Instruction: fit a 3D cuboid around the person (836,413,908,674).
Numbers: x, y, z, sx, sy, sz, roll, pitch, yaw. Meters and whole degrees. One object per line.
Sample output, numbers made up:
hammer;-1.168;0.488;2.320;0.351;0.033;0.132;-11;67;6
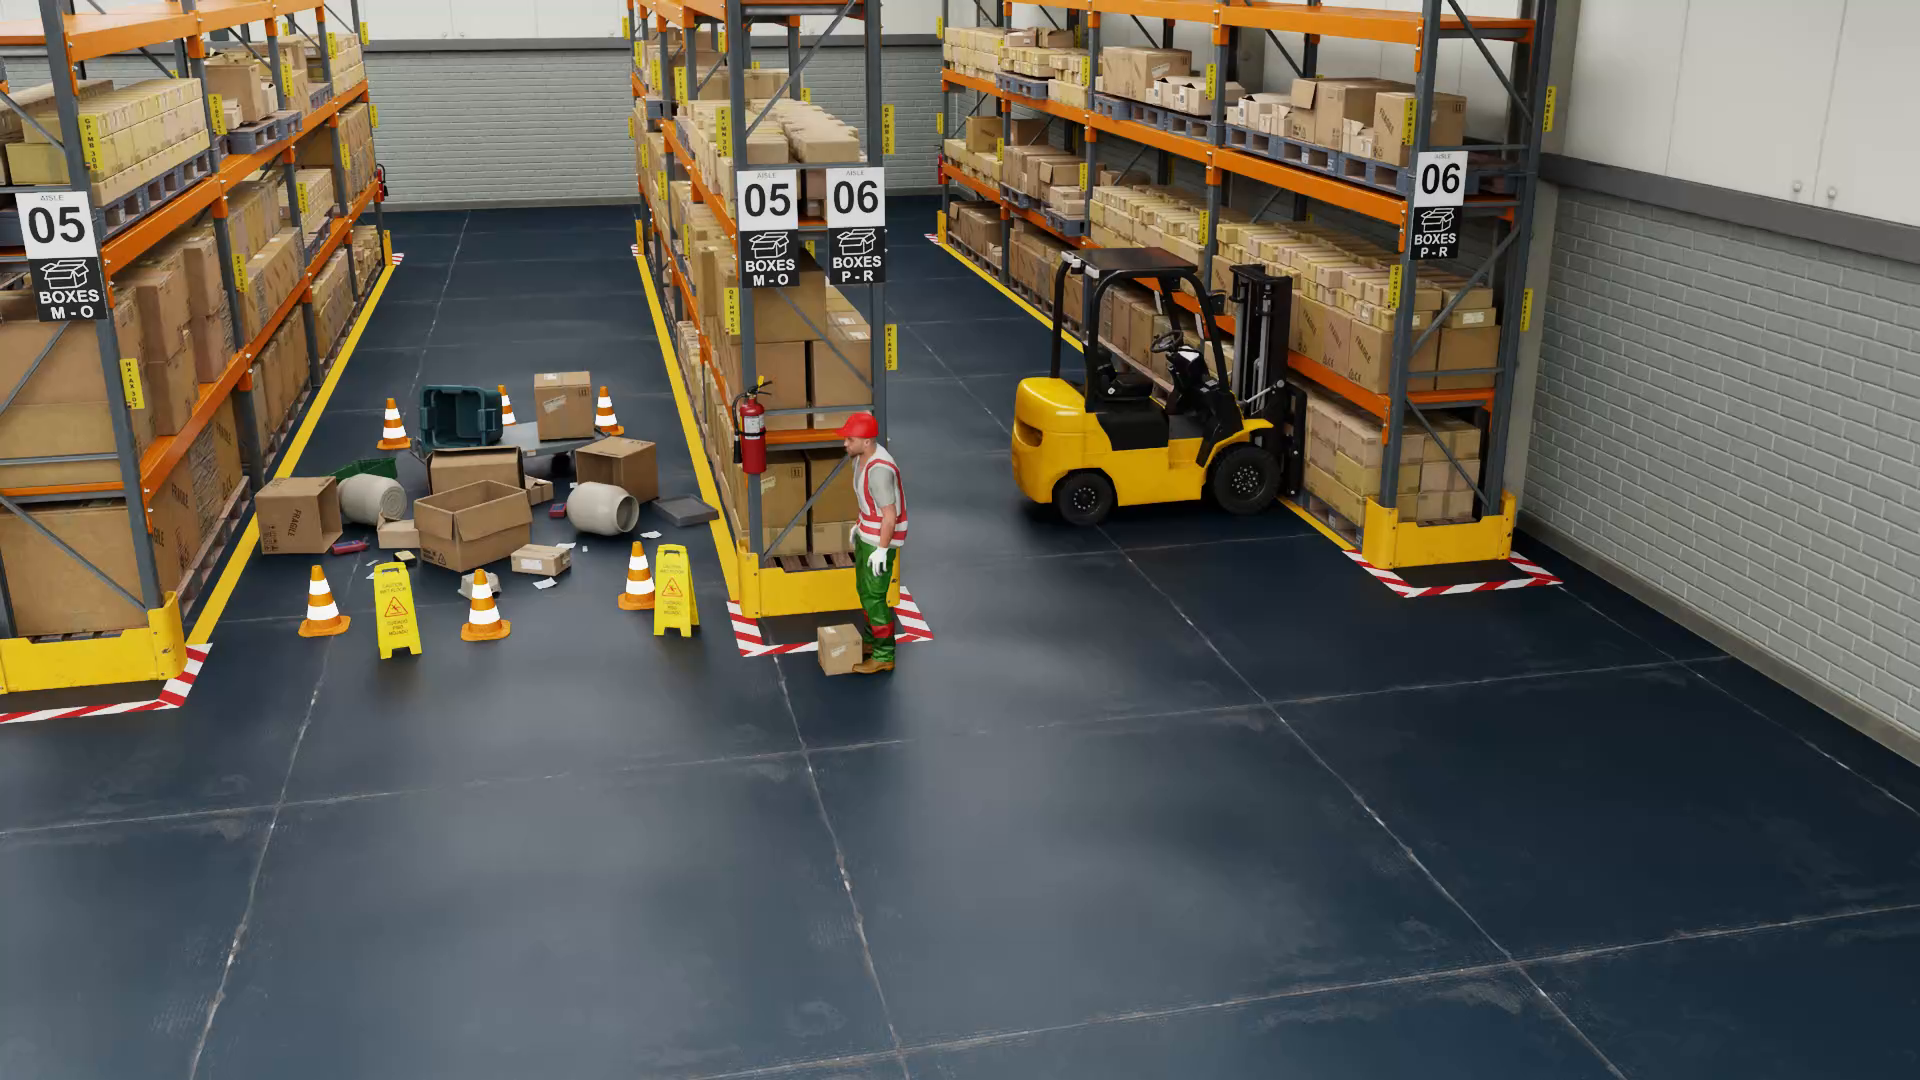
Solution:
person;-0.589;0.007;11.027;0.453;1.778;0.617;-6;20;-16
